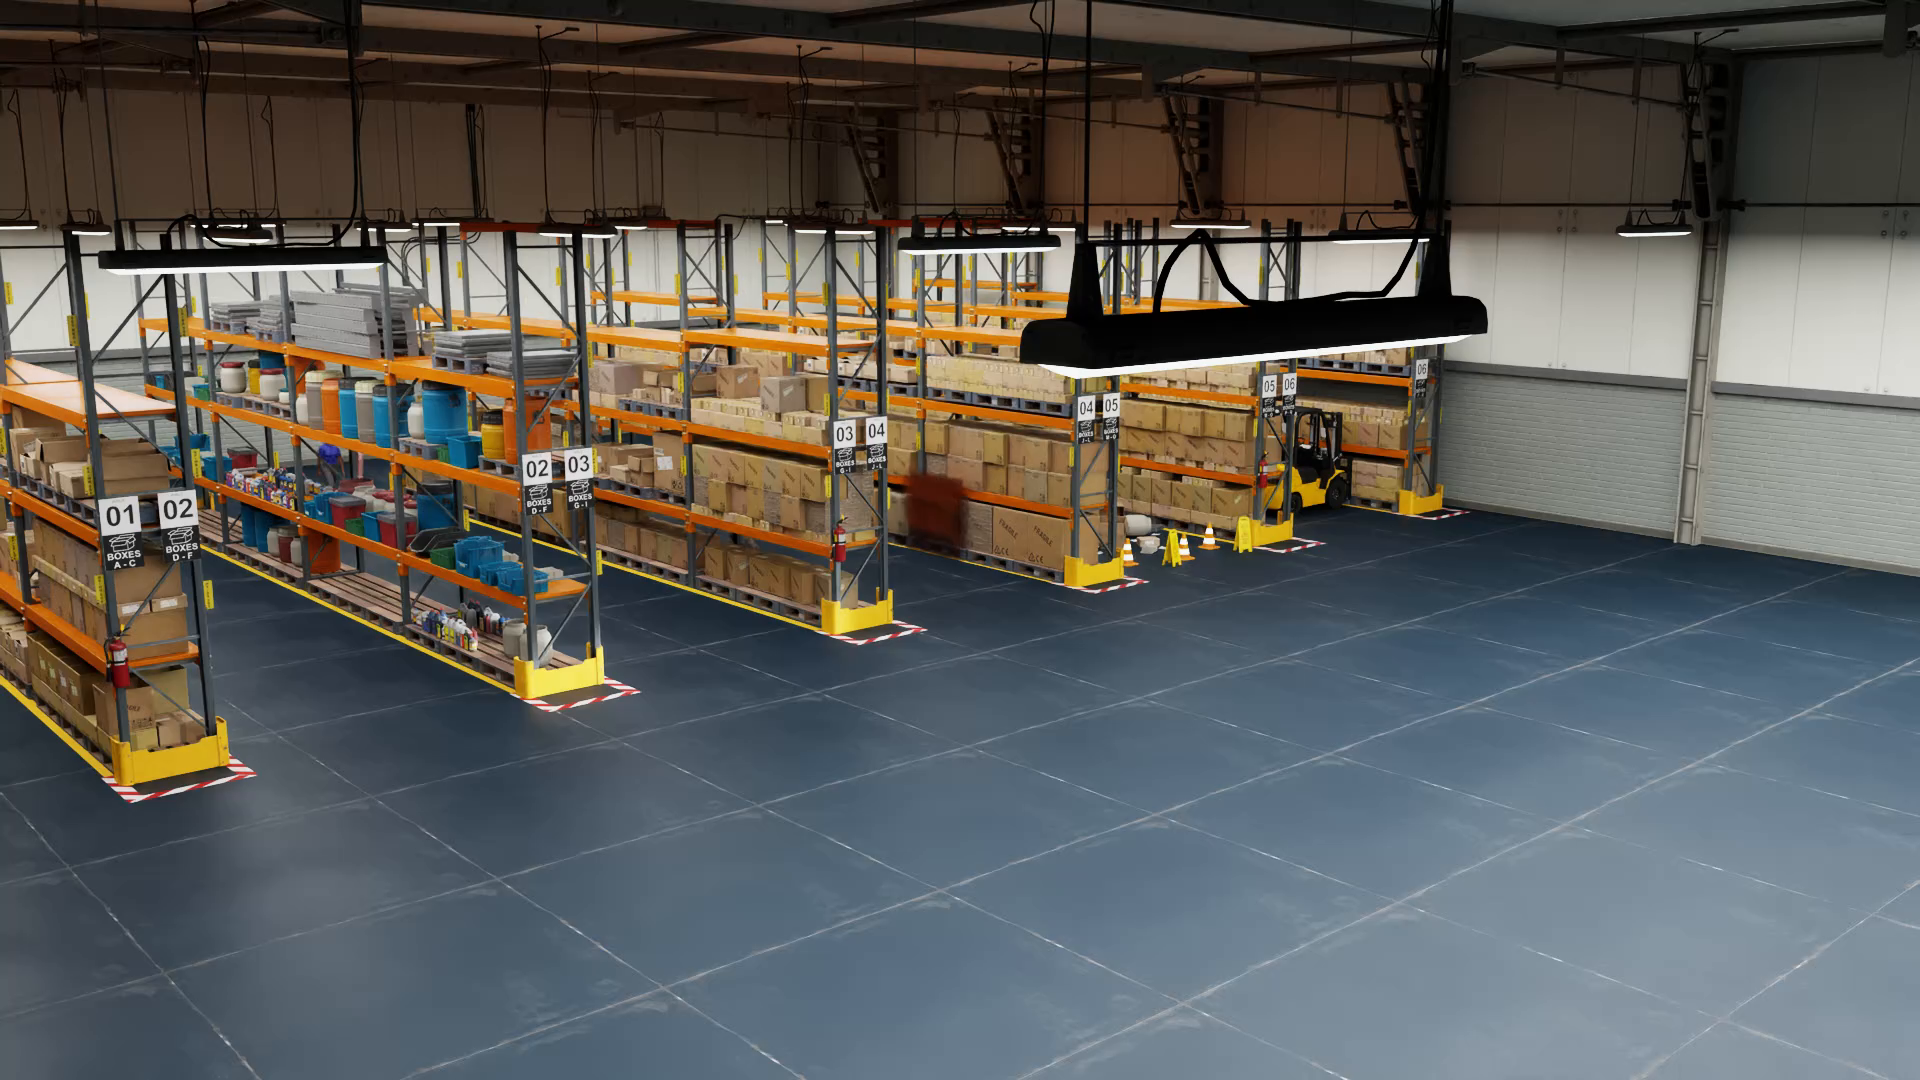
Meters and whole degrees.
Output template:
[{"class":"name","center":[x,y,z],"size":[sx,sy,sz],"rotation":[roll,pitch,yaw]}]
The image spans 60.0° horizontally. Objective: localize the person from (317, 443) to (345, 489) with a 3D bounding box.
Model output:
[{"class":"person","center":[-13.288,-1.482,35.141],"size":[1.063,1.576,0.474],"rotation":[9,15,38]}]

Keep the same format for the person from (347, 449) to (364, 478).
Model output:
[{"class":"person","center":[-13.929,-2.161,38.389],"size":[0.435,1.610,1.104],"rotation":[-1,12,-7]}]

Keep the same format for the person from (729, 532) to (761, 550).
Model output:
[{"class":"person","center":[-4.021,-0.702,31.004],"size":[1.088,1.657,0.614],"rotation":[9,15,39]}]
